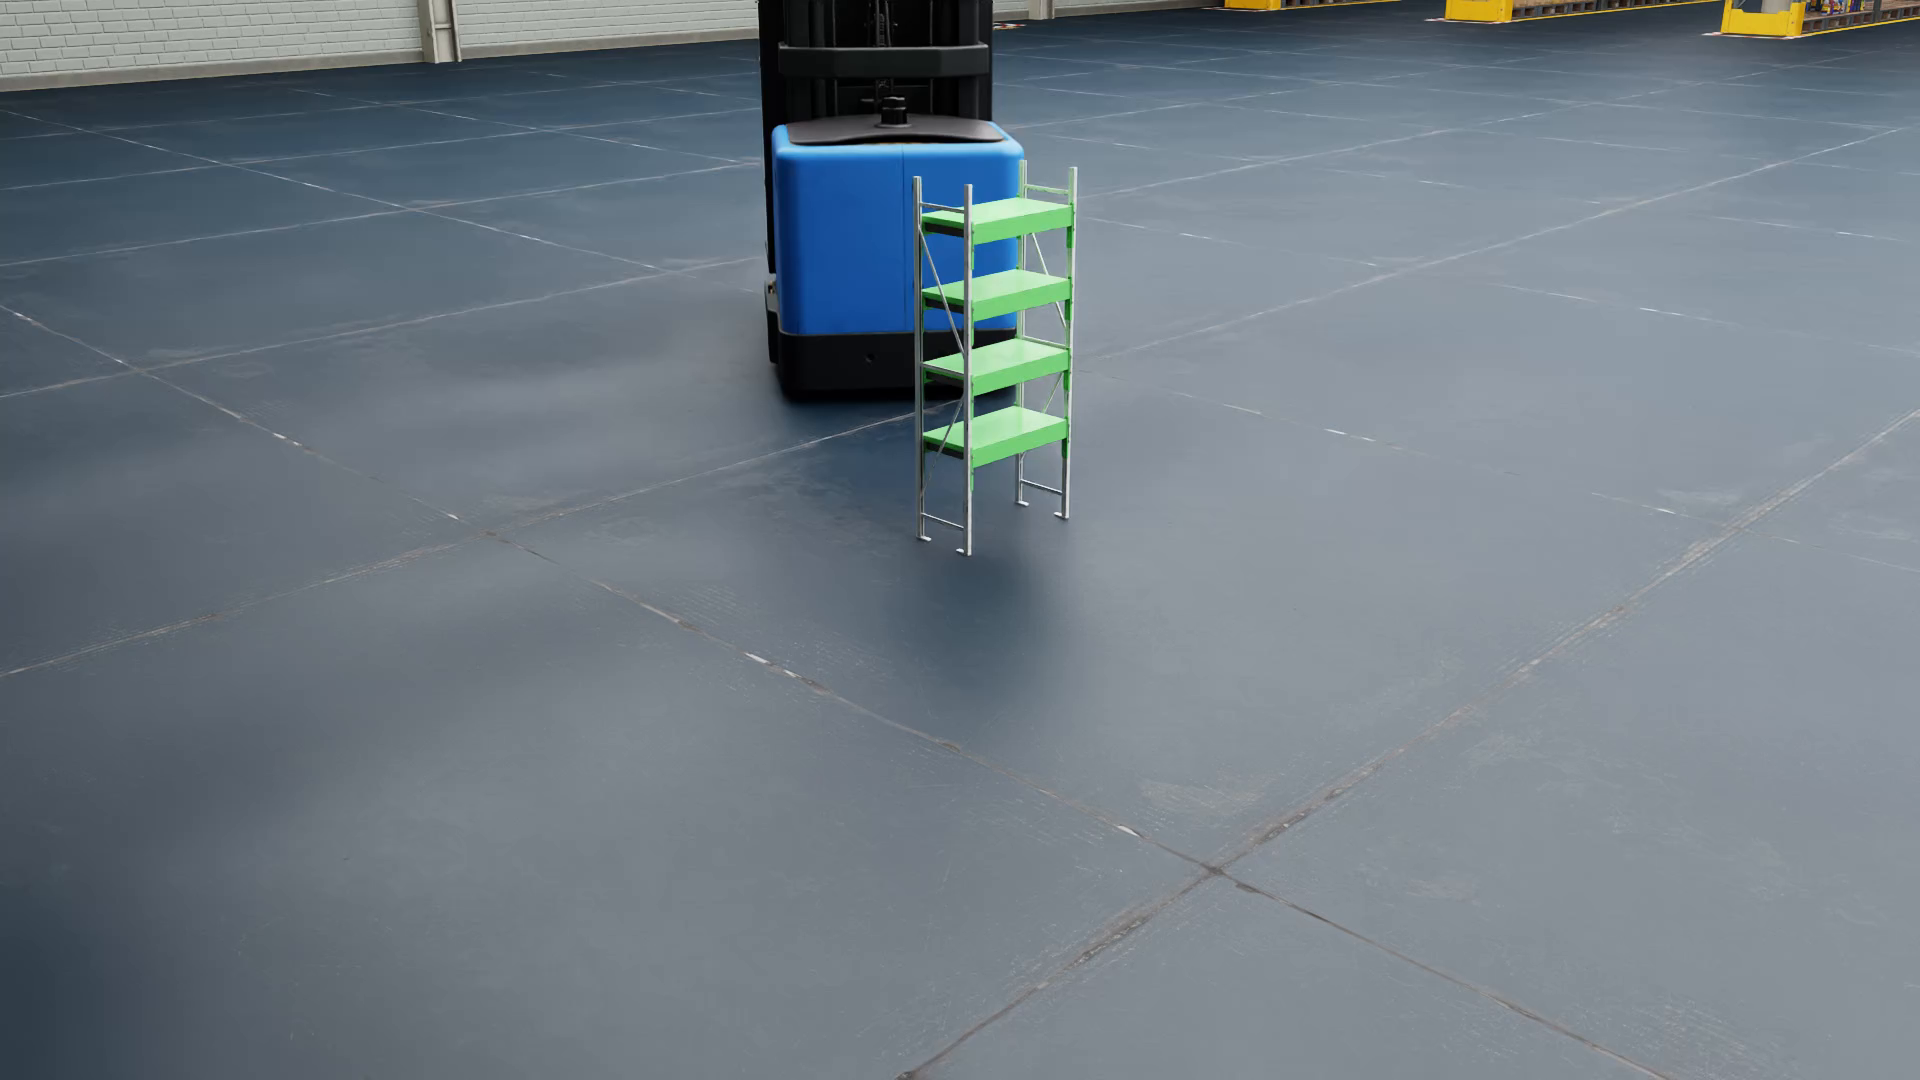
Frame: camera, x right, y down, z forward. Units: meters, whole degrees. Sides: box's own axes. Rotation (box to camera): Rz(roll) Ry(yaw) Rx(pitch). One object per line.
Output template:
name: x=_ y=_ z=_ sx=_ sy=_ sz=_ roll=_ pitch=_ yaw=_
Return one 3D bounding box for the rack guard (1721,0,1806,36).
rack guard: x=12.905 y=-8.399 z=26.730 sx=1.175 sy=0.500 sz=0.348 roll=19 pitch=28 yaw=41

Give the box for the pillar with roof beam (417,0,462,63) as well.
pillar with roof beam: x=-3.817 y=-9.506 z=17.765 sx=9.100 sy=9.000 sz=0.400 roll=19 pitch=28 yaw=41

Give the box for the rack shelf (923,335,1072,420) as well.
rack shelf: x=0.115 y=-0.543 z=5.493 sx=0.258 sy=0.148 sz=0.480 roll=19 pitch=28 yaw=41

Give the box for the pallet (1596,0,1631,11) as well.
pallet: x=12.616 y=-10.701 z=33.121 sx=1.003 sy=0.211 sz=1.213 roll=19 pitch=28 yaw=41

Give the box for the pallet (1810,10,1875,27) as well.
pallet: x=15.178 y=-9.099 z=28.953 sx=1.003 sy=0.211 sz=1.213 roll=19 pitch=28 yaw=41

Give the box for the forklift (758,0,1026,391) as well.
forklift: x=-0.424 y=-2.487 z=7.960 sx=1.130 sy=2.935 sz=3.031 roll=-3 pitch=21 yaw=-7

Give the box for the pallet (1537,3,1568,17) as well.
pallet: x=10.694 y=-9.993 z=31.279 sx=1.003 sy=0.211 sz=1.213 roll=19 pitch=28 yaw=41

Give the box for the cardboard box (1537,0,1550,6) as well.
cardboard box: x=10.568 y=-10.028 z=30.730 sx=0.500 sy=0.250 sz=0.500 roll=19 pitch=28 yaw=41

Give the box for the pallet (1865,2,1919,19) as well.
pallet: x=17.047 y=-9.788 z=30.746 sx=1.003 sy=0.211 sz=1.213 roll=19 pitch=28 yaw=41

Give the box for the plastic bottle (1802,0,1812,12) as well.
plastic bottle: x=14.511 y=-9.205 z=28.525 sx=0.152 sy=0.276 sz=0.135 roll=19 pitch=28 yaw=41

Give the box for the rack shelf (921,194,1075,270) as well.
rack shelf: x=0.115 y=-0.991 z=5.321 sx=0.258 sy=0.148 sz=0.480 roll=19 pitch=28 yaw=41

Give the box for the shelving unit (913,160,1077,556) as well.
shelving unit: x=0.115 y=-0.603 z=5.470 sx=0.258 sy=1.200 sz=0.503 roll=19 pitch=28 yaw=41

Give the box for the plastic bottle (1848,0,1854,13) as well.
plastic bottle: x=15.216 y=-9.161 z=28.401 sx=0.133 sy=0.283 sz=0.061 roll=-18 pitch=27 yaw=-39

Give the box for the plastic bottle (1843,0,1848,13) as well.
plastic bottle: x=14.958 y=-9.086 z=28.216 sx=0.135 sy=0.276 sz=0.152 roll=-20 pitch=28 yaw=-41

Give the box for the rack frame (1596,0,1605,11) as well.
rack frame: x=12.130 y=-11.803 z=32.103 sx=1.000 sy=3.000 sz=0.127 roll=19 pitch=28 yaw=41

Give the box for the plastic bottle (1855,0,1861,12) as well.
plastic bottle: x=15.433 y=-9.294 z=28.653 sx=0.144 sy=0.351 sz=0.185 roll=18 pitch=28 yaw=39

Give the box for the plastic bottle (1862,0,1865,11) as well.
plastic bottle: x=15.646 y=-9.291 z=28.853 sx=0.097 sy=0.201 sz=0.097 roll=0 pitch=21 yaw=0

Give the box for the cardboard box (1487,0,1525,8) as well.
cardboard box: x=9.873 y=-9.770 z=30.060 sx=0.500 sy=0.250 sz=0.500 roll=19 pitch=28 yaw=41

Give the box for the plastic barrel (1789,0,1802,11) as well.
plastic barrel: x=13.640 y=-8.886 z=27.396 sx=0.421 sy=0.512 sz=0.421 roll=0 pitch=21 yaw=0

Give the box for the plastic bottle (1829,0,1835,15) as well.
plastic bottle: x=14.545 y=-8.914 z=27.757 sx=0.133 sy=0.283 sz=0.061 roll=-20 pitch=28 yaw=-41

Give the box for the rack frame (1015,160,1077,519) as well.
rack frame: x=0.286 y=-0.665 z=5.633 sx=0.240 sy=1.200 sz=0.015 roll=19 pitch=28 yaw=41

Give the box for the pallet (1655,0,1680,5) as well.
pallet: x=14.318 y=-11.328 z=34.753 sx=1.003 sy=0.211 sz=1.213 roll=19 pitch=28 yaw=41

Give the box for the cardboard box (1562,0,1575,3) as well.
cardboard box: x=11.269 y=-10.284 z=31.396 sx=0.500 sy=0.250 sz=0.500 roll=19 pitch=28 yaw=41

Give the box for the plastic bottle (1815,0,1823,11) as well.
plastic bottle: x=14.919 y=-9.392 z=28.908 sx=0.144 sy=0.351 sz=0.185 roll=19 pitch=28 yaw=41

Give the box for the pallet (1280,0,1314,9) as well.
pallet: x=6.432 y=-10.932 z=33.722 sx=1.003 sy=0.211 sz=1.213 roll=19 pitch=28 yaw=41

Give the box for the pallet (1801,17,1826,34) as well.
pallet: x=13.475 y=-8.472 z=27.321 sx=1.003 sy=0.211 sz=1.213 roll=19 pitch=28 yaw=41

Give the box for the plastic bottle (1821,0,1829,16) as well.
plastic bottle: x=14.374 y=-8.854 z=27.620 sx=0.097 sy=0.271 sz=0.097 roll=0 pitch=21 yaw=0

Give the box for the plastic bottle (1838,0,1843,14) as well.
plastic bottle: x=14.824 y=-9.020 z=28.052 sx=0.097 sy=0.271 sz=0.097 roll=0 pitch=21 yaw=0

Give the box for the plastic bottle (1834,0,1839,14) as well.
plastic bottle: x=14.683 y=-8.968 z=27.916 sx=0.097 sy=0.271 sz=0.097 roll=0 pitch=21 yaw=0
